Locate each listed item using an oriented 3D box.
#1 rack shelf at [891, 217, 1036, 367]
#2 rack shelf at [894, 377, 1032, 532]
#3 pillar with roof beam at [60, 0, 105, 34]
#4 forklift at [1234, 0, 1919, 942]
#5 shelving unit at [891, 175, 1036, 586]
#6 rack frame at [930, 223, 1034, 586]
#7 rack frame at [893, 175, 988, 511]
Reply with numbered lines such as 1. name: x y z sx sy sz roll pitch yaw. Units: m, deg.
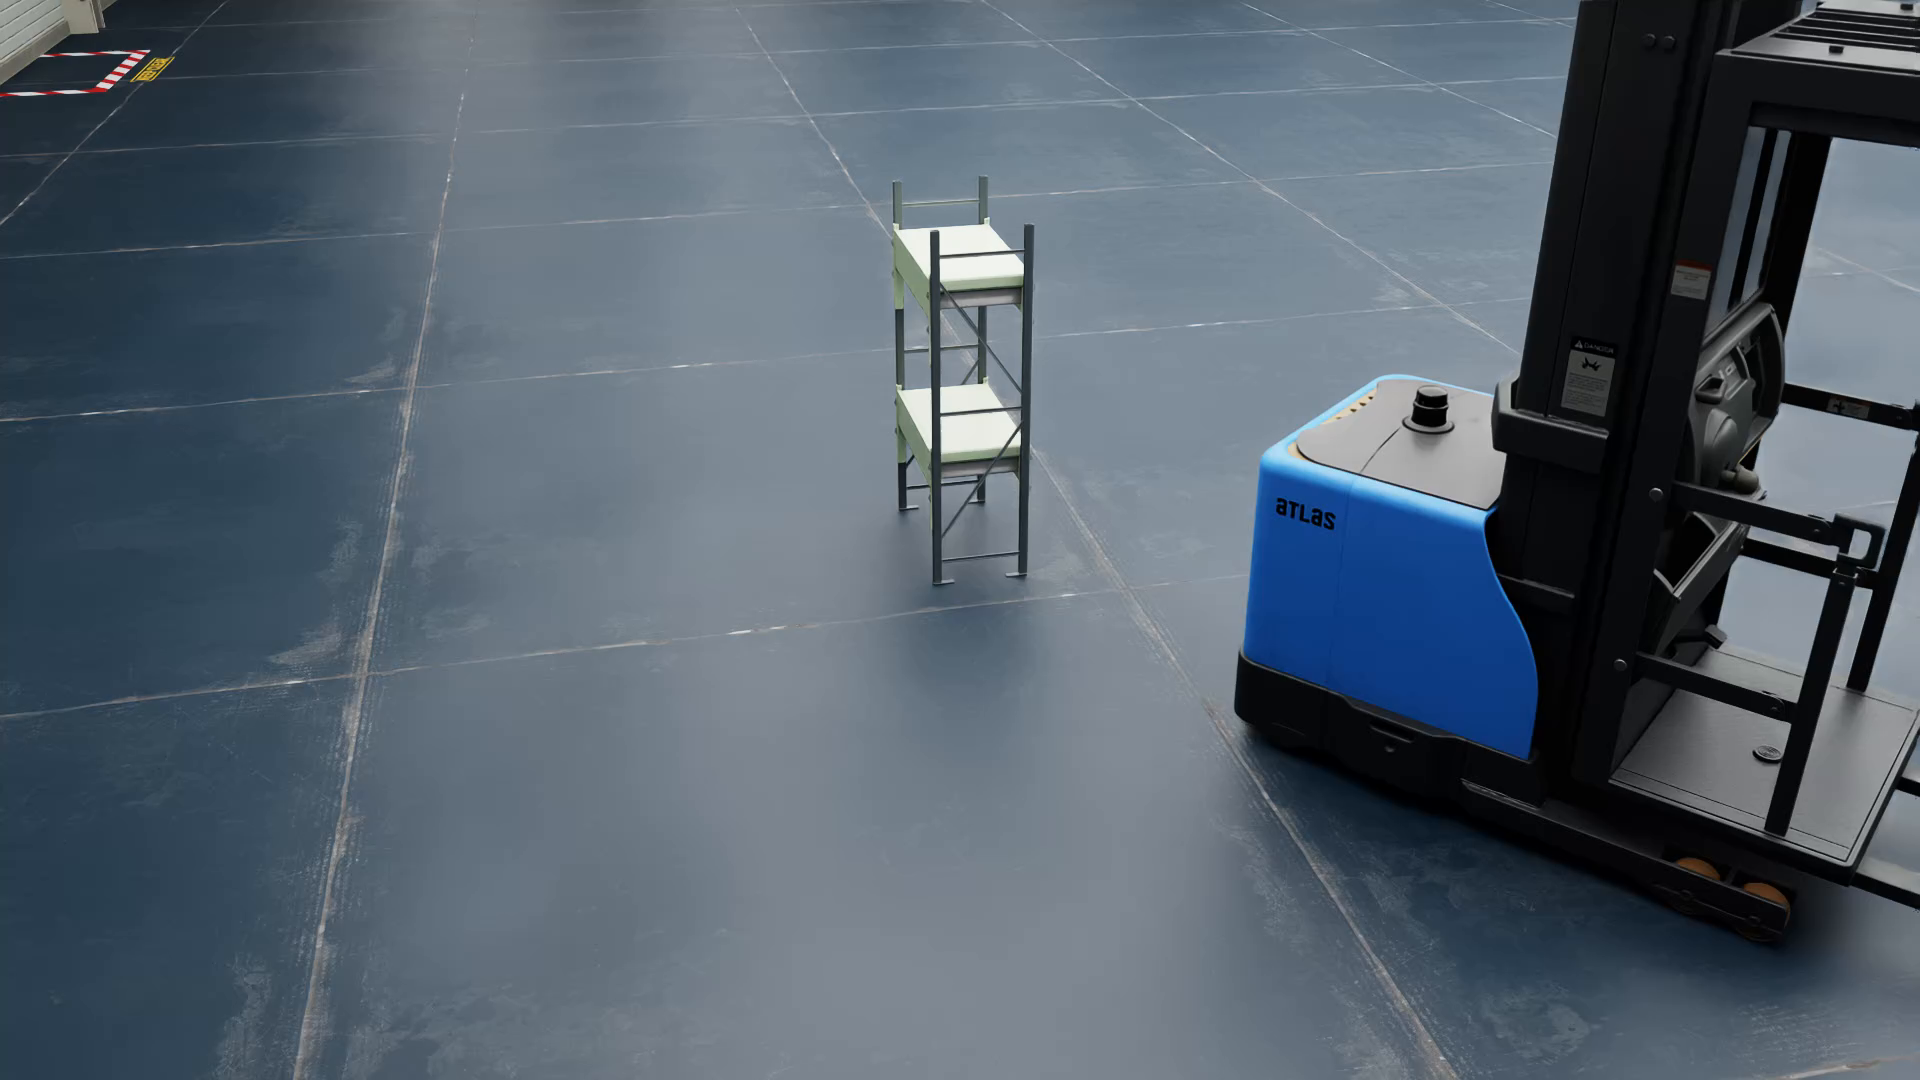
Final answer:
1. rack shelf: 0.002 -1.015 6.730 0.431 0.370 0.720 -6 27 -12
2. rack shelf: 0.002 -0.376 7.053 0.431 0.370 0.720 -6 27 -12
3. pillar with roof beam: -5.500 -10.110 17.294 9.100 9.000 0.400 -6 27 -12
4. forklift: 2.444 -0.397 4.785 3.031 2.935 1.130 19 33 33
5. shelving unit: 0.002 -0.667 6.906 0.431 1.500 0.755 -6 27 -12
6. rack frame: 0.084 -0.506 6.588 0.400 1.500 0.023 -6 27 -12
7. rack frame: -0.081 -0.827 7.225 0.400 1.500 0.023 -6 27 -12
